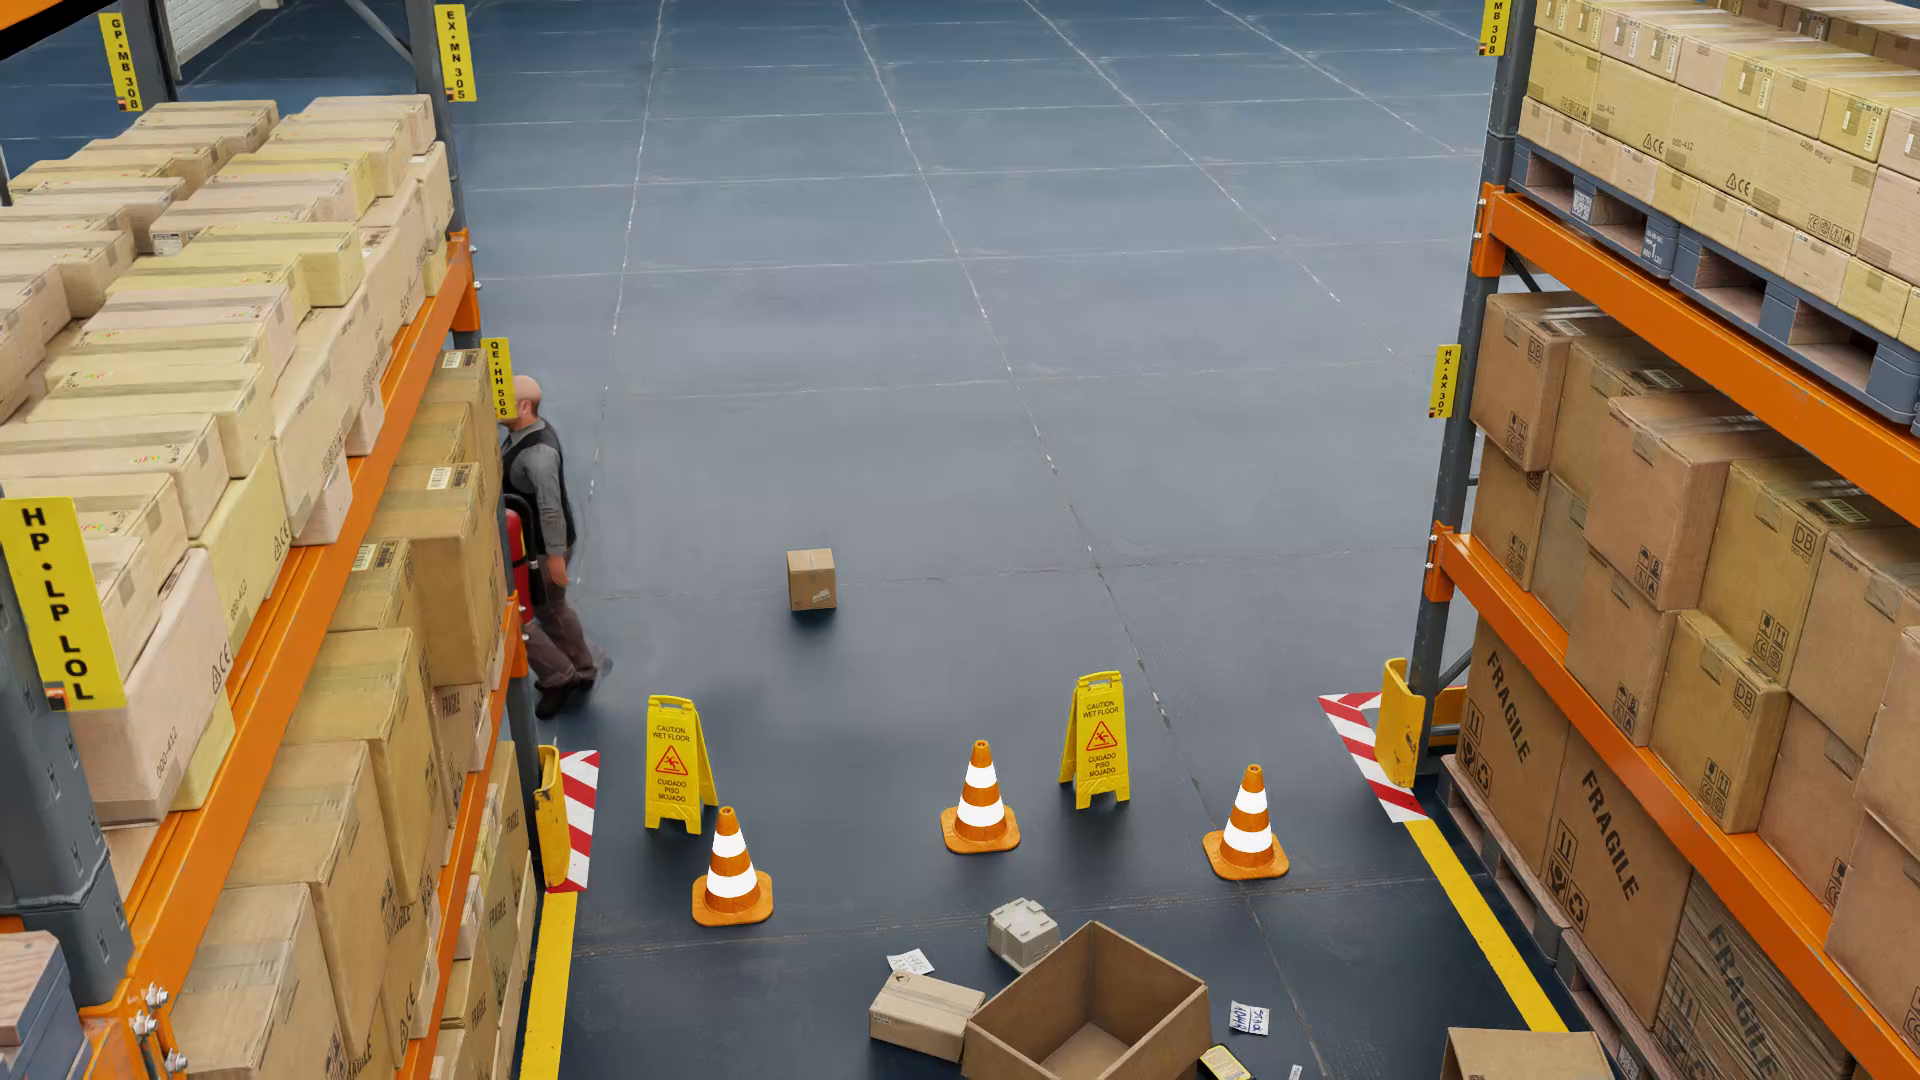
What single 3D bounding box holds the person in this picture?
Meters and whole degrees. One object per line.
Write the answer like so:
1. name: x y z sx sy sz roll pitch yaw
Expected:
1. person: -2.068 0.039 8.055 0.483 1.755 0.546 -7 28 -13
